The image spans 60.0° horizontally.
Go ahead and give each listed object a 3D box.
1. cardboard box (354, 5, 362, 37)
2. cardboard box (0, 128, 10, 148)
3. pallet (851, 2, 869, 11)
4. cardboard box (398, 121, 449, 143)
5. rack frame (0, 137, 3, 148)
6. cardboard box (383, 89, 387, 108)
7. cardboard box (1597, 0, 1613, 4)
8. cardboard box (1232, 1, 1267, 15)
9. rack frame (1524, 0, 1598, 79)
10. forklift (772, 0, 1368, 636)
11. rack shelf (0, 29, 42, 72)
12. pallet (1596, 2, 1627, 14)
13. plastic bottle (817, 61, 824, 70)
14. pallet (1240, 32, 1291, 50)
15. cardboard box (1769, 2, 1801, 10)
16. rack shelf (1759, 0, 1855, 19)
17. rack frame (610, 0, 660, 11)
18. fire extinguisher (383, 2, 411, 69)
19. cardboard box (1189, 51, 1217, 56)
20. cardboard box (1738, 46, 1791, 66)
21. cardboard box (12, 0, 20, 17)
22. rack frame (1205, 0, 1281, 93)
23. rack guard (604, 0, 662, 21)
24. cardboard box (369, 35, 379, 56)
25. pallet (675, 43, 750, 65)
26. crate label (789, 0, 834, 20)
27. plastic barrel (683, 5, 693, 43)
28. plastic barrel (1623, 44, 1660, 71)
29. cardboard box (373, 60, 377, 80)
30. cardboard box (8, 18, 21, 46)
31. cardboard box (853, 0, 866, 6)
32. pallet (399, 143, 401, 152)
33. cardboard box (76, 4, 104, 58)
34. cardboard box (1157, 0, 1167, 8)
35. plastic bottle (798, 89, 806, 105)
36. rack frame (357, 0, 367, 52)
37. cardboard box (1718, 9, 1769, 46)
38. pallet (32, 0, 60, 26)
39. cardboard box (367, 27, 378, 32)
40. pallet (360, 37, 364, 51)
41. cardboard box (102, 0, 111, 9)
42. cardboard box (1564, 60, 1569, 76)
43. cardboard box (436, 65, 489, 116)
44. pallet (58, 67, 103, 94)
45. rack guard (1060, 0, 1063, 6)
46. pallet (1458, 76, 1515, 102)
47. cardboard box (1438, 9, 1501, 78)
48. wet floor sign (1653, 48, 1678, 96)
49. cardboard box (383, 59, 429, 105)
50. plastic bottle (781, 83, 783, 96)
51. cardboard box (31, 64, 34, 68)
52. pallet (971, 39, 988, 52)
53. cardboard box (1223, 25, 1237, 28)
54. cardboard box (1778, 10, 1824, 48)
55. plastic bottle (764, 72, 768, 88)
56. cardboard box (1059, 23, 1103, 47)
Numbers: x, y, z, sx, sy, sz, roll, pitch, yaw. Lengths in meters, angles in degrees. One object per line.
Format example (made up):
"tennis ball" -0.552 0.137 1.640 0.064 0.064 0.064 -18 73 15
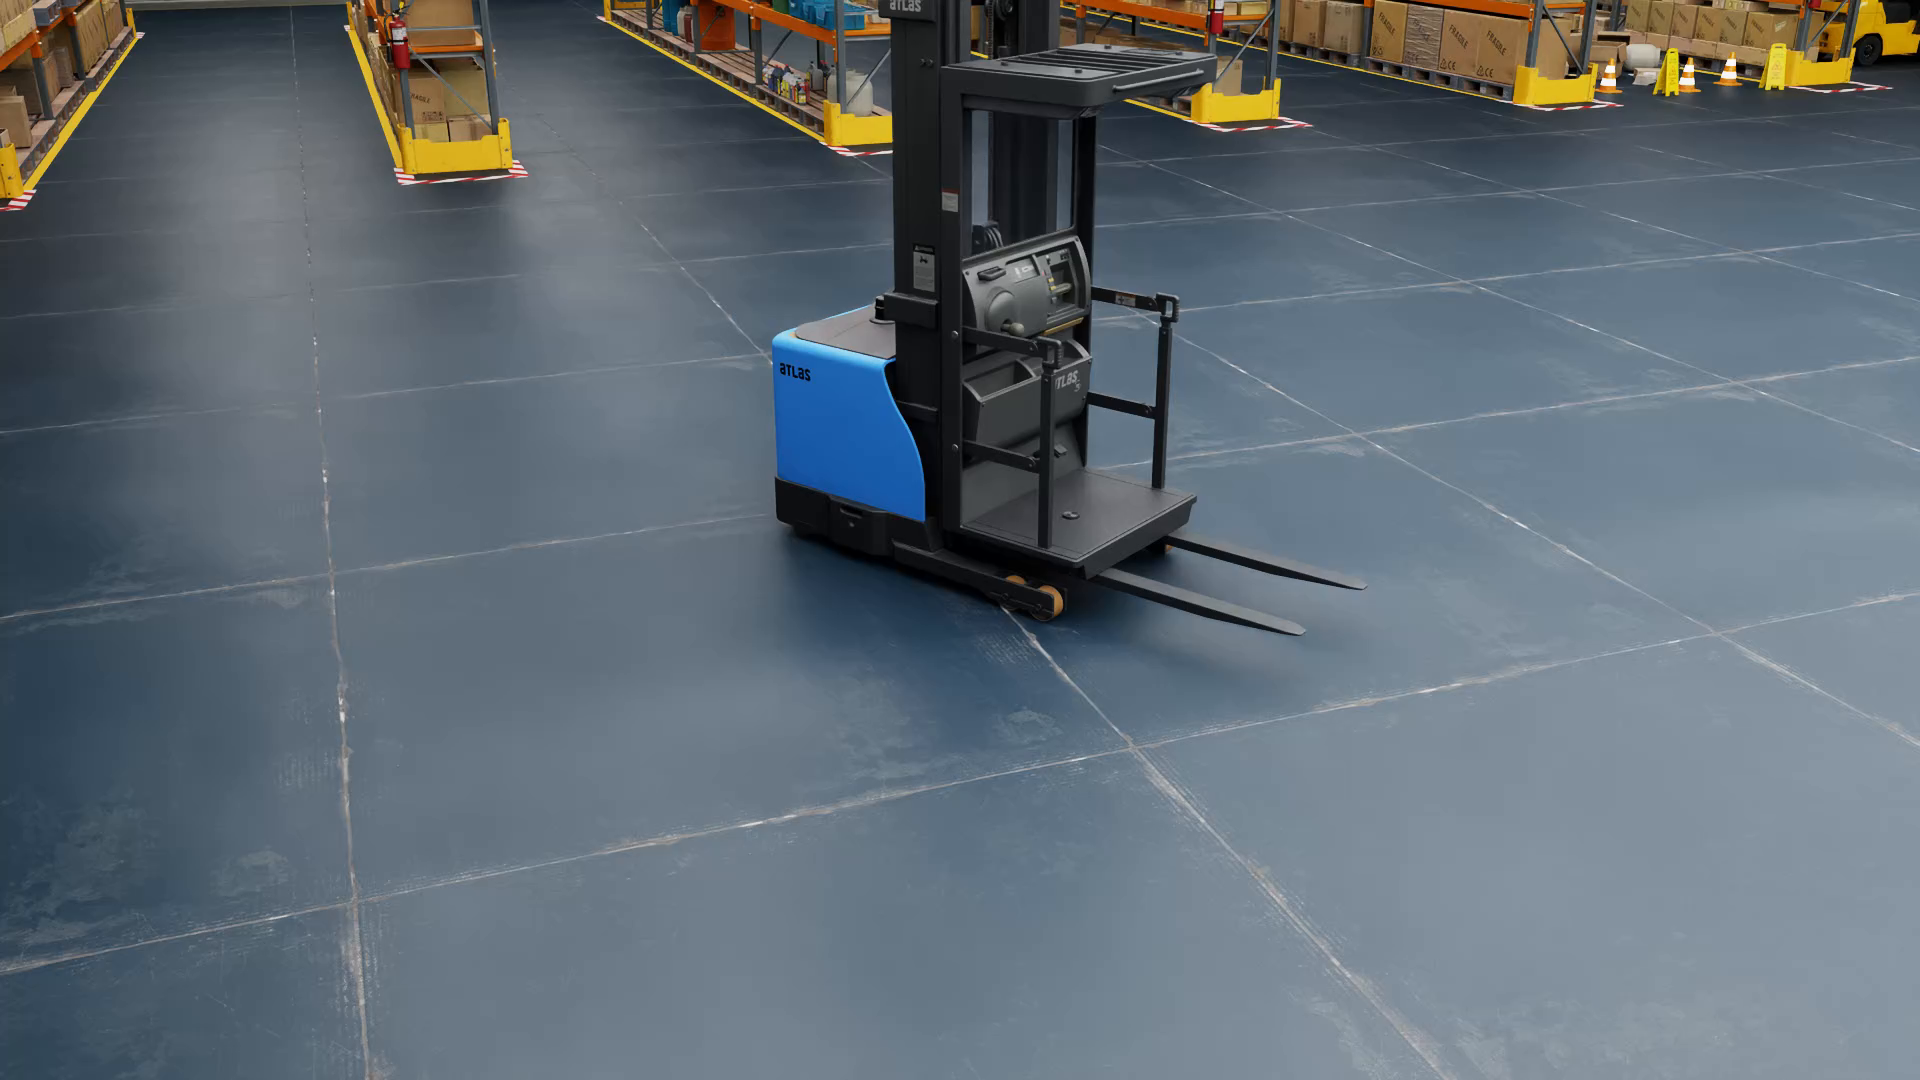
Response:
"cardboard box" -10.329 -9.127 29.195 0.500 0.500 0.500 -8 24 -19
"cardboard box" -10.618 -4.302 17.989 0.500 0.311 0.500 -6 24 -15
"pallet" -1.651 -11.155 34.944 1.003 0.211 1.213 -8 24 -19
"cardboard box" -6.089 -4.629 18.869 0.500 0.250 0.500 -8 24 -19
"rack frame" -10.256 -4.867 16.435 1.000 3.000 0.127 -8 24 -19
"cardboard box" -7.156 -5.718 21.453 0.500 0.250 0.500 -8 24 -19
"cardboard box" 13.827 -11.580 35.039 0.500 0.500 0.500 -9 25 -21
"cardboard box" 3.768 -6.926 21.645 0.380 0.149 0.250 -8 24 -19
"rack frame" 8.322 -7.550 22.800 1.000 3.000 0.127 -8 24 -19
"forklift" 0.492 -1.200 7.822 3.031 2.935 1.130 17 28 35
"rack shelf" -10.962 -5.262 18.299 1.077 0.370 4.000 -8 24 -19
"pallet" 14.078 -11.289 35.262 1.003 0.211 1.213 -8 24 -19
"plastic bottle" -1.904 -6.467 23.076 0.144 0.351 0.185 -9 24 -20
"pallet" 5.704 -8.875 29.534 1.003 0.211 1.213 -8 24 -19
"cardboard box" 15.684 -9.972 31.063 0.875 0.625 0.625 -9 24 -20
"rack shelf" 12.210 -8.661 26.362 1.077 0.370 4.000 -8 24 -19
"rack frame" -6.640 -12.040 33.453 1.000 3.000 0.127 -8 24 -19
"fire extinguisher" -6.016 -5.406 17.813 0.296 0.674 0.183 -8 24 -19
"cardboard box" 3.198 -6.389 22.724 0.500 0.500 0.500 -2 23 -5
"cardboard box" 12.371 -7.457 25.581 0.500 0.250 0.500 -8 24 -19
"cardboard box" -10.863 -6.112 18.590 0.500 0.500 0.500 -9 24 -21
"rack frame" 3.646 -6.906 21.272 1.000 3.000 0.127 -8 24 -19
"rack guard" -6.661 -10.895 33.955 1.175 0.500 0.348 -8 24 -19
"cardboard box" -8.345 -7.219 24.294 0.500 0.311 0.500 -9 24 -20
"pallet" -4.131 -8.129 27.764 1.003 0.211 1.213 -8 24 -19
"crate label" -1.891 -6.874 21.152 0.502 0.435 0.616 -8 24 -19
"plastic barrel" -4.402 -8.801 28.333 0.600 0.588 0.708 -8 24 -19
"plastic barrel" 10.771 -7.621 26.287 0.512 0.421 0.421 8 24 18
"cardboard box" -8.171 -6.780 23.974 0.500 0.250 0.500 -9 24 -20
"cardboard box" -10.679 -5.584 18.305 0.500 0.250 0.500 -8 24 -19
"cardboard box" -1.705 -11.712 34.871 0.875 0.875 0.875 -8 24 -19
"pallet" -5.932 -4.535 19.238 1.003 0.211 1.213 -8 24 -19
"cardboard box" -13.827 -7.889 25.833 0.750 0.750 0.750 -8 24 -17
"cardboard box" 2.895 -7.317 22.572 0.380 0.149 0.250 -8 24 -19
"plastic bottle" -2.047 -5.747 21.559 0.097 0.201 0.097 0 23 0
"rack frame" -9.862 -9.908 28.396 1.000 3.000 0.127 -8 24 -19
"cardboard box" 12.202 -7.982 25.860 0.500 0.500 0.500 -7 24 -17
"pallet" -11.803 -6.530 20.627 1.003 0.211 1.213 -8 24 -19
"cardboard box" -8.999 -7.813 26.077 0.500 0.500 0.500 -7 24 -17
"pallet" -10.104 -8.873 29.530 1.003 0.211 1.213 -8 24 -19
"cardboard box" -14.798 -9.193 28.541 0.380 0.149 0.250 -9 24 -20
"cardboard box" 9.239 -7.371 25.897 0.396 0.266 0.258 -4 23 -10
"cardboard box" -5.783 -5.227 19.323 0.500 0.500 0.500 -8 24 -19
"pallet" -13.290 -6.786 24.577 1.003 0.211 1.213 -8 24 -19
"rack guard" 2.696 -12.184 37.013 1.175 0.500 0.348 -8 24 -19
"pallet" 7.966 -6.544 24.005 1.003 0.211 1.213 -8 24 -19
"cardboard box" 7.708 -7.321 24.452 0.875 0.875 0.875 -9 24 -20
"wet floor sign" 10.184 -6.726 23.877 0.267 0.644 0.232 -13 26 -28
"cardboard box" -6.633 -5.517 20.012 0.500 0.500 0.500 -8 24 -19
"plastic bottle" -2.359 -6.068 22.321 0.097 0.201 0.097 0 23 0
"cardboard box" -12.174 -5.817 21.342 0.700 0.500 0.500 -9 24 -20
"pallet" 0.612 -8.824 29.415 1.003 0.211 1.213 -8 24 -19
"cardboard box" 5.019 -9.701 30.583 0.500 0.500 0.500 -8 24 -19
"cardboard box" 12.882 -7.877 25.611 0.500 0.500 0.500 -9 25 -21
"plastic bottle" -2.662 -6.380 23.061 0.097 0.201 0.097 0 23 0
"cardboard box" 1.885 -7.812 26.074 0.700 0.500 0.500 -8 24 -19
